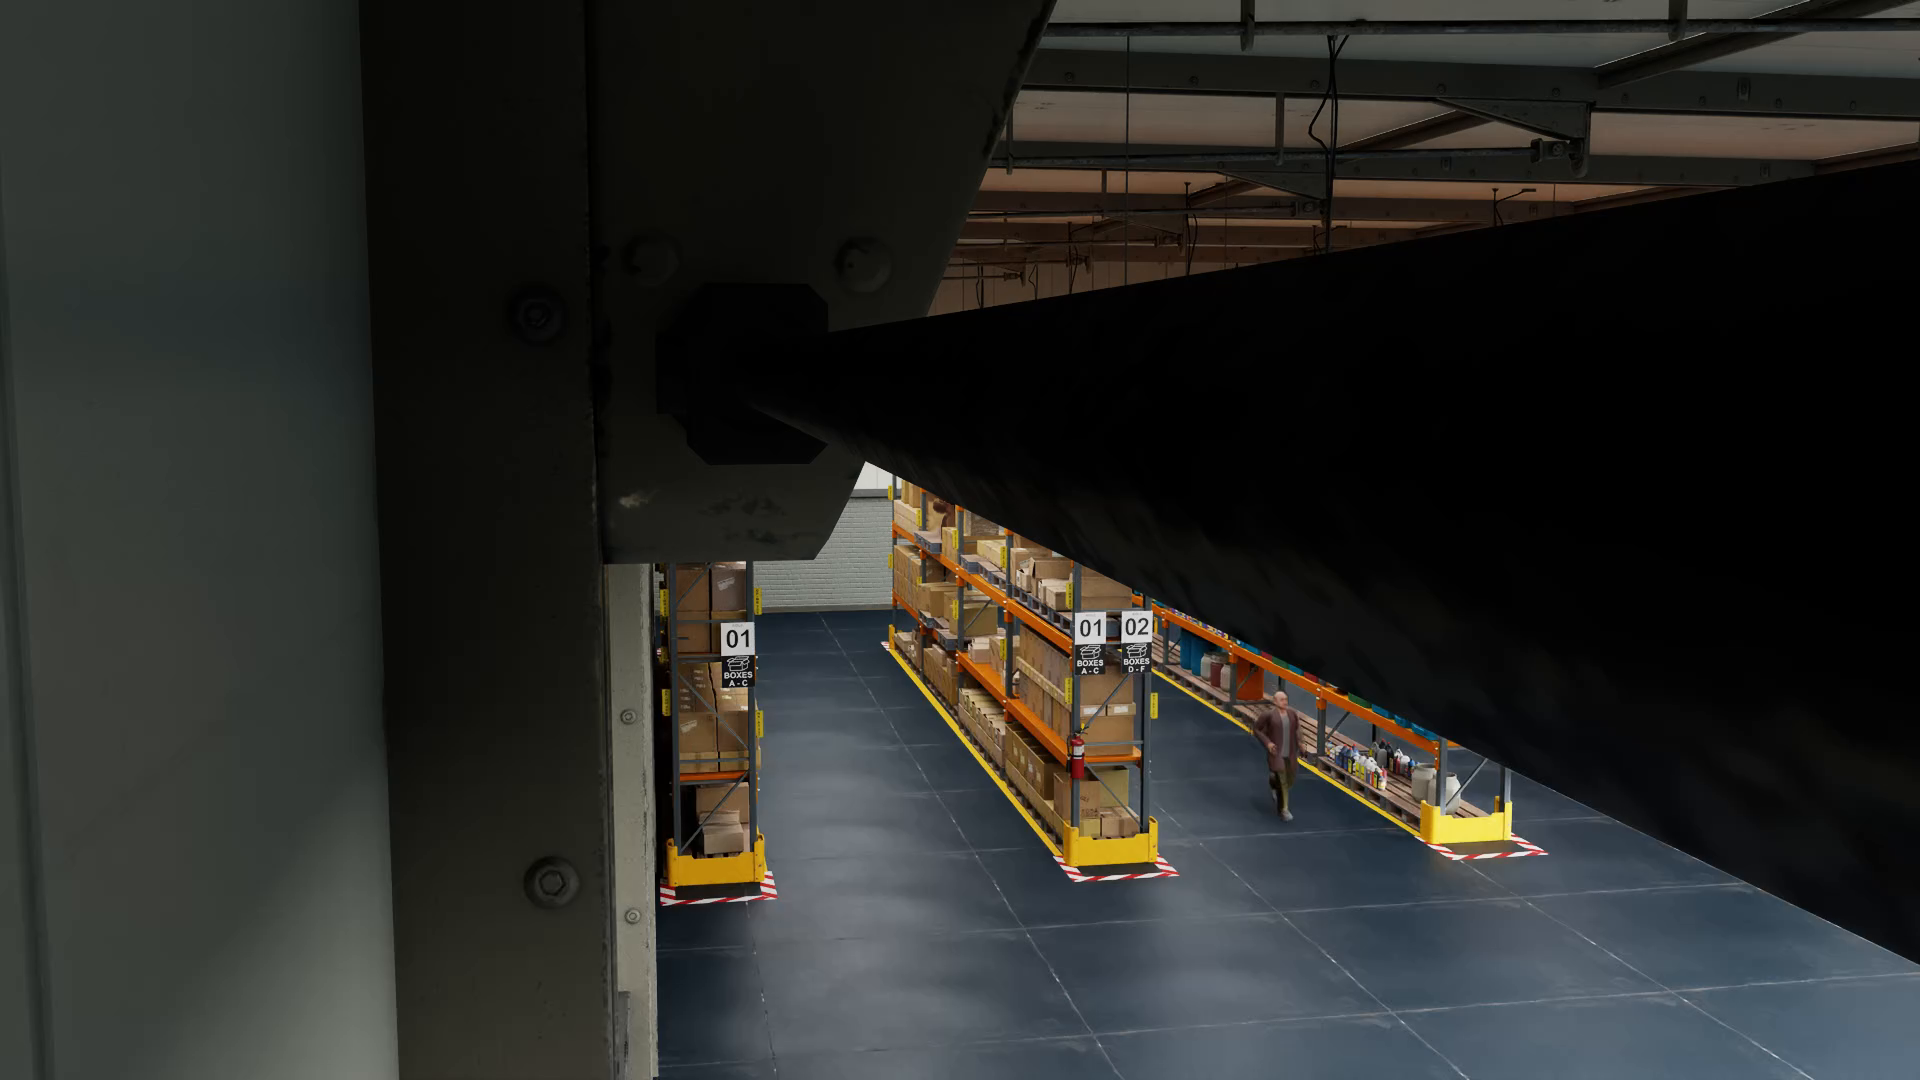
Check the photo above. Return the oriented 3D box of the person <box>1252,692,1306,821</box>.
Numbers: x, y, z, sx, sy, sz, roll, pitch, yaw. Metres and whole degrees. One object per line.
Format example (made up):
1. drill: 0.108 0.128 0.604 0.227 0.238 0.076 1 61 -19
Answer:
1. person: 4.435 2.975 23.176 0.712 1.749 0.776 -2 7 -18
